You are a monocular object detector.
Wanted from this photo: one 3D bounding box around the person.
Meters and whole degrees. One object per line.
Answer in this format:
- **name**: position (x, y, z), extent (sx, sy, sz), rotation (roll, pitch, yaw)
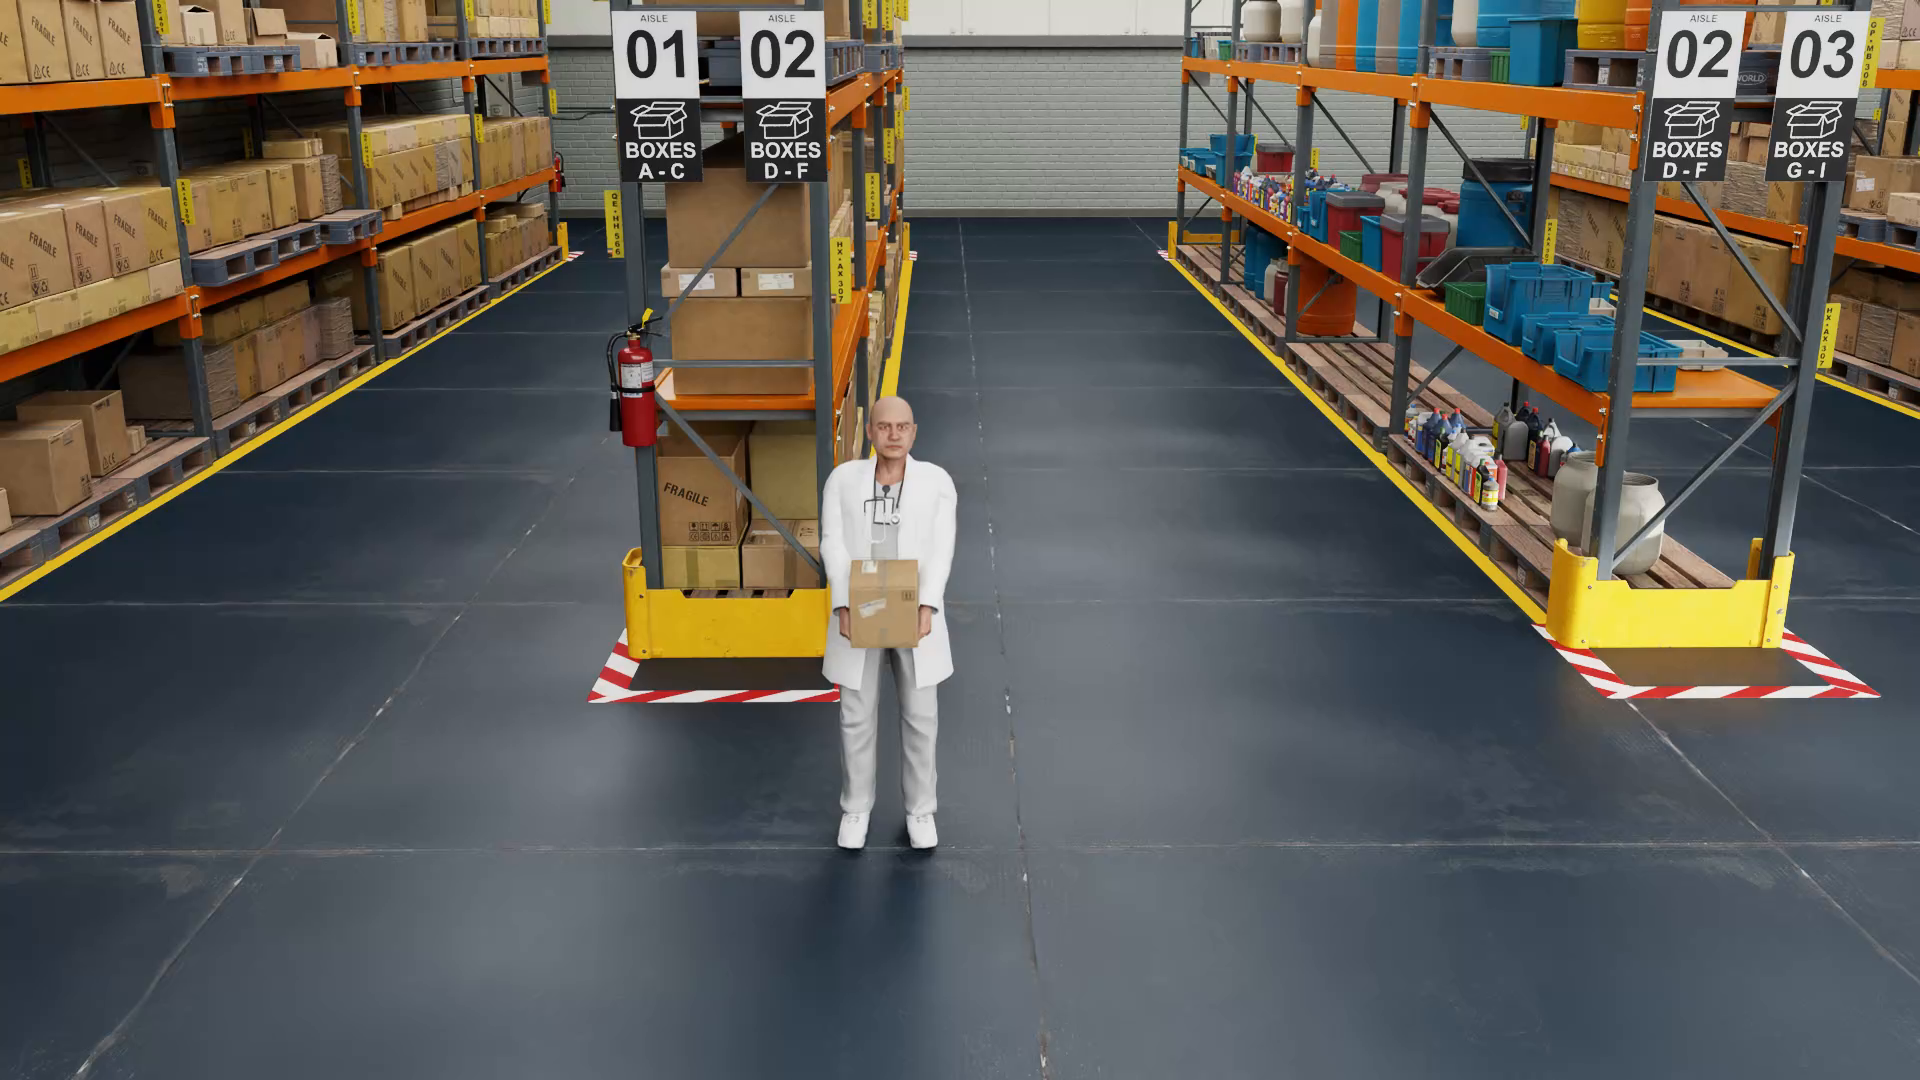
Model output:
- **person**: position (-0.275, 0.352, 6.410), extent (0.532, 1.773, 0.554), rotation (0, 17, -1)
